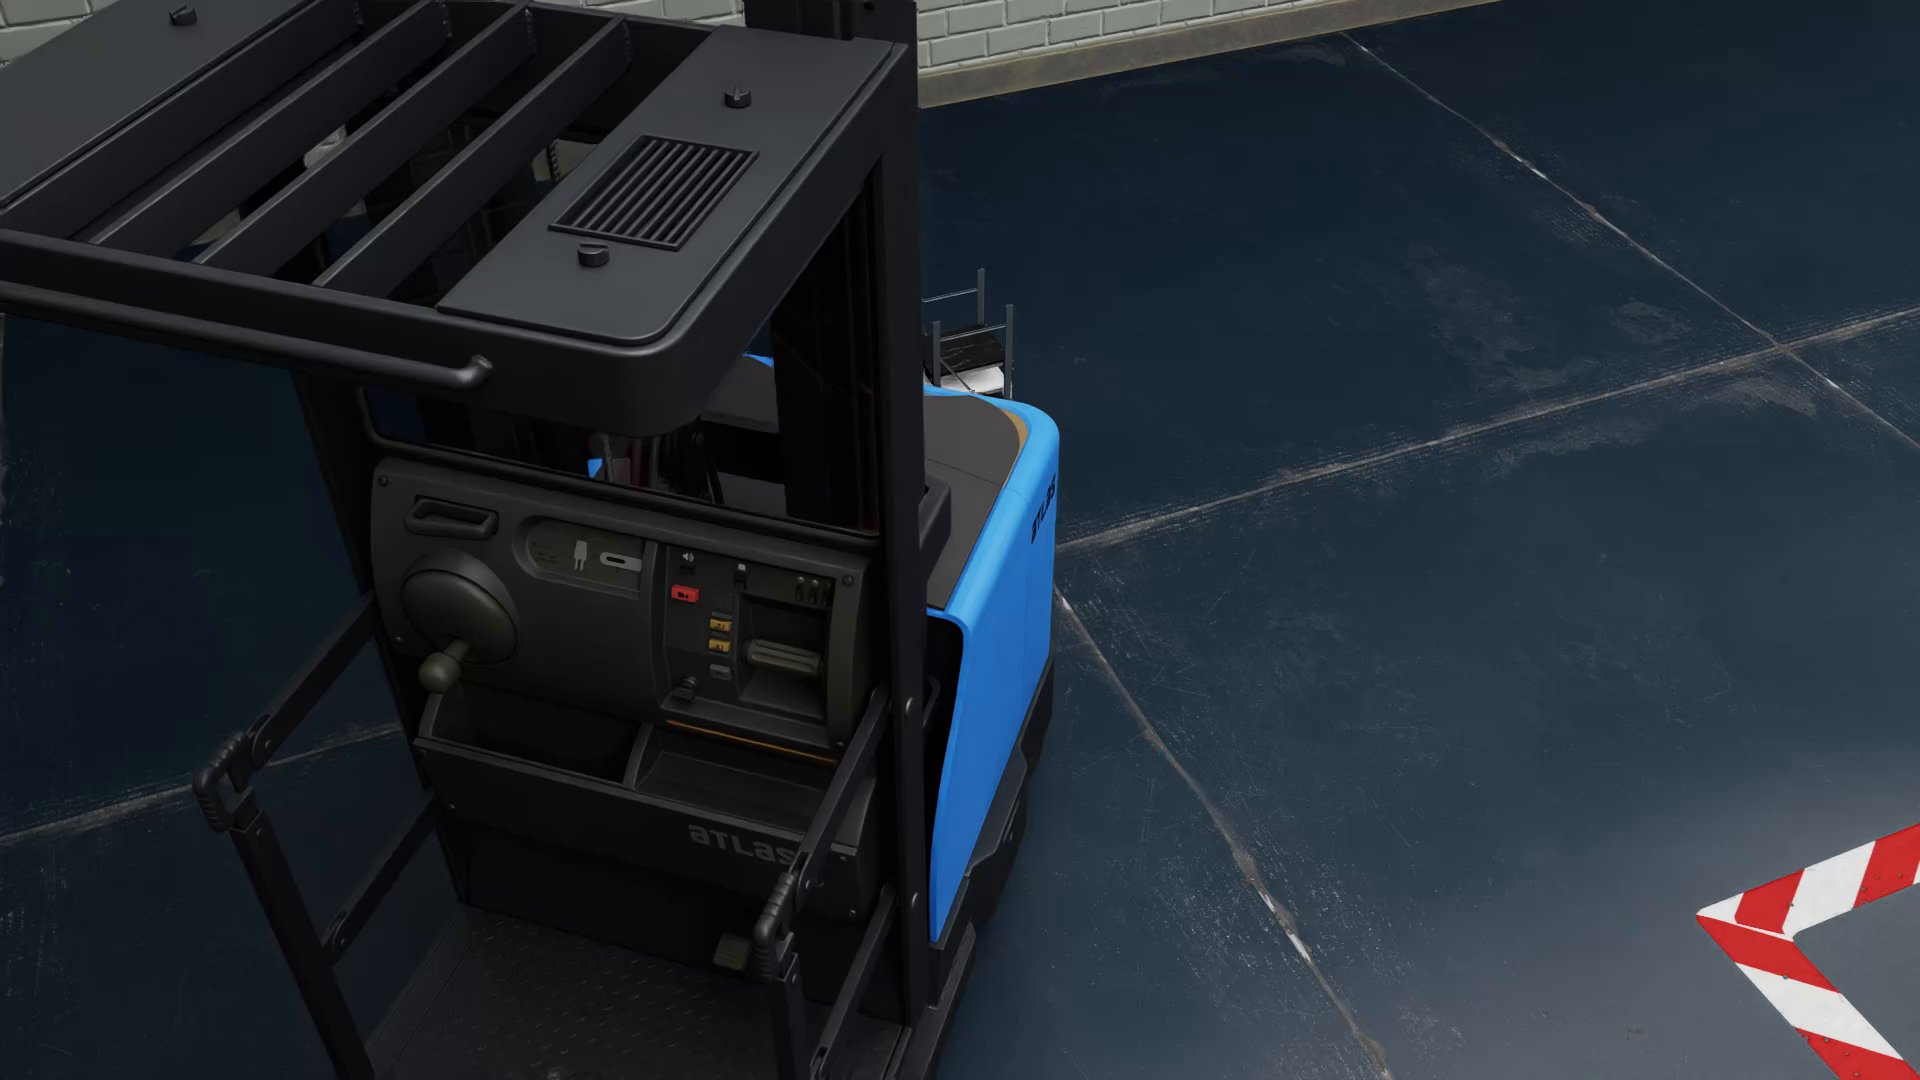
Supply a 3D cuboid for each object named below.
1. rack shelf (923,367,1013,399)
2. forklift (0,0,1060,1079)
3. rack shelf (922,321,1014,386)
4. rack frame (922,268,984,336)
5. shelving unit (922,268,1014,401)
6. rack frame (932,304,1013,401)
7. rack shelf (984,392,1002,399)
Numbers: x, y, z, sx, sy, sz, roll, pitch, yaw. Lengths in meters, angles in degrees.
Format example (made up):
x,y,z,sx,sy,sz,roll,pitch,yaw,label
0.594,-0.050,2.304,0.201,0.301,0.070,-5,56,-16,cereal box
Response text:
x,y,z,sx,sy,sz,roll,pitch,yaw,label
-0.003,-0.457,4.867,0.258,0.077,0.200,-15,43,-17,rack shelf
-0.675,0.209,2.759,1.130,2.935,3.031,12,42,13,forklift
-0.003,-0.526,4.808,0.258,0.077,0.200,-15,43,-17,rack shelf
-0.042,-0.407,5.034,0.240,0.900,0.006,-15,43,-17,rack frame
-0.003,-0.346,4.962,0.258,0.900,0.210,-15,43,-17,shelving unit
0.036,-0.285,4.891,0.240,0.900,0.006,-15,43,-17,rack frame
-0.003,-0.389,4.925,0.258,0.077,0.200,-15,43,-17,rack shelf
